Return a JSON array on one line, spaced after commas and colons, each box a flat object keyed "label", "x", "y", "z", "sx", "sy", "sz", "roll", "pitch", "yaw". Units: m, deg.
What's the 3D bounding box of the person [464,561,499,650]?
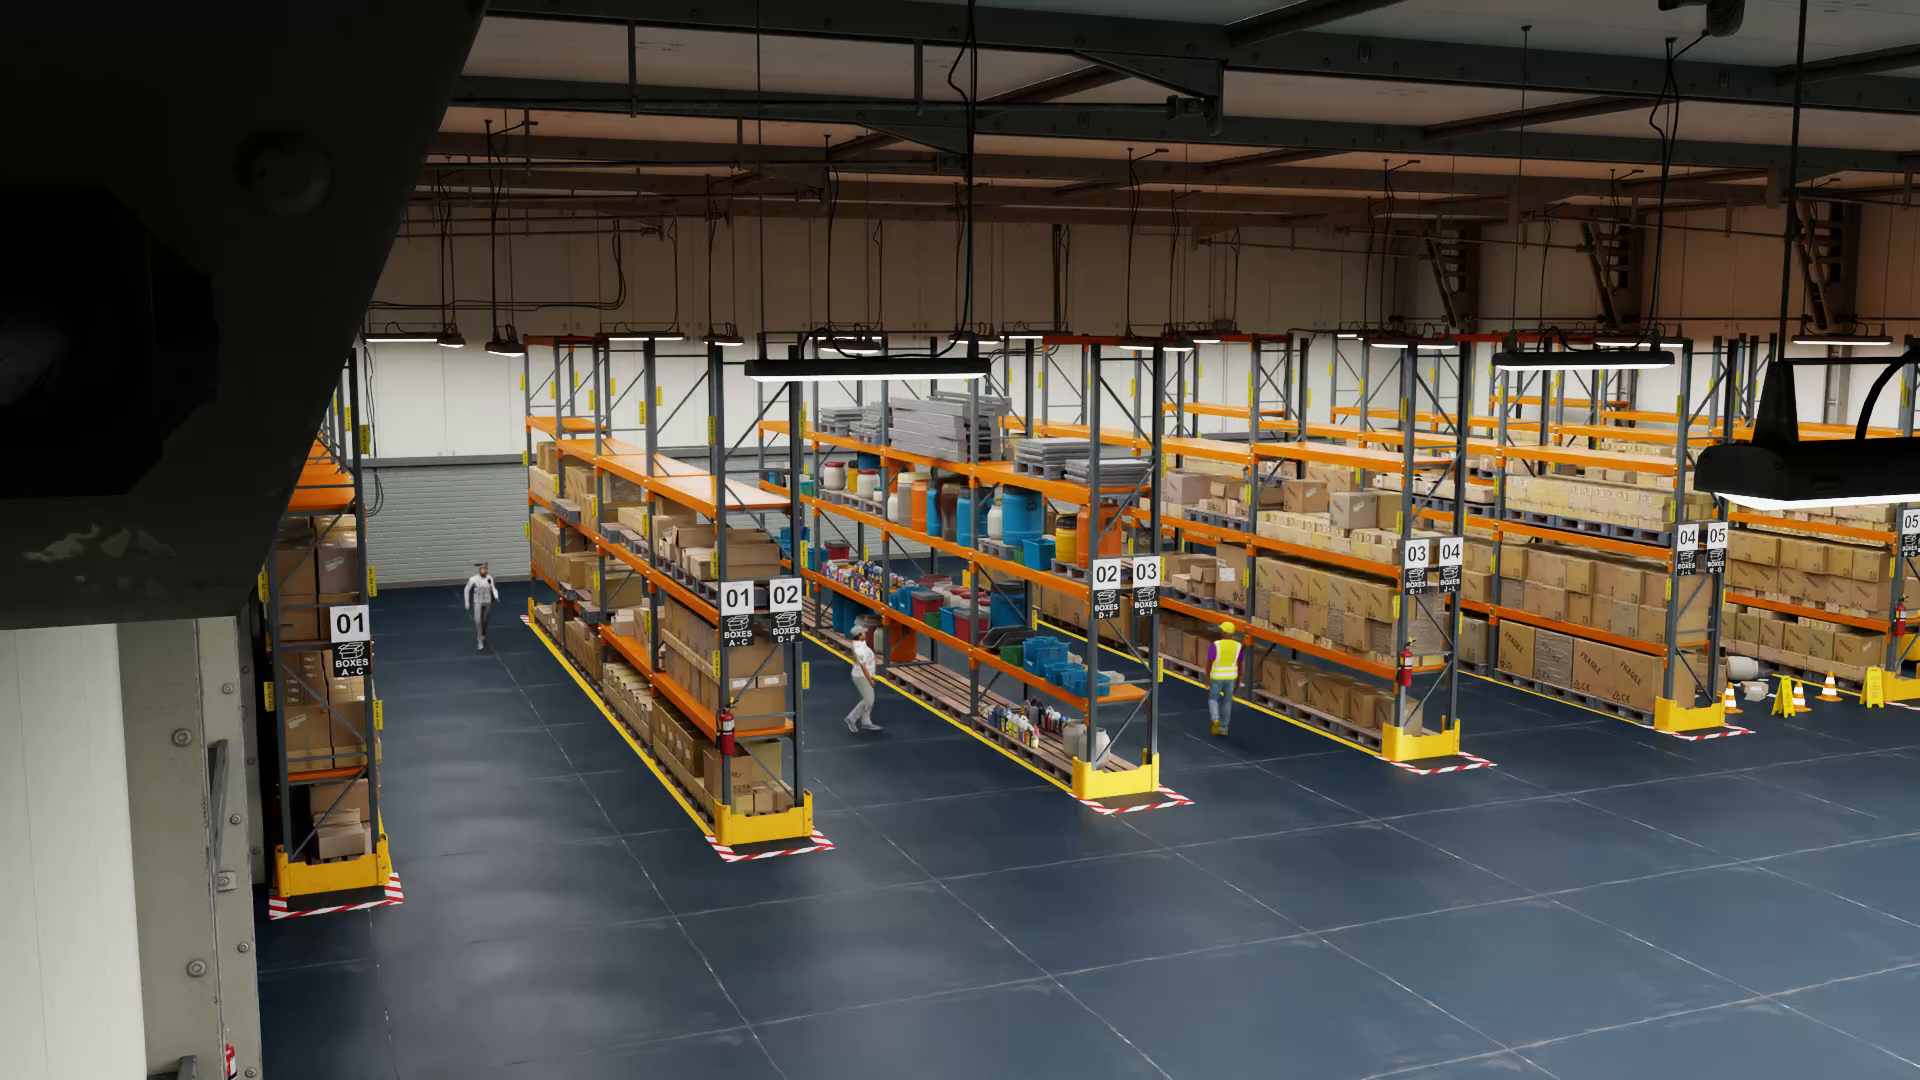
[{"label": "person", "x": -9.291, "y": 1.236, "z": 32.309, "sx": 0.623, "sy": 1.670, "sz": 0.948, "roll": -3, "pitch": 8, "yaw": -21}]

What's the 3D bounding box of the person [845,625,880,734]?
[{"label": "person", "x": -1.500, "y": 2.123, "z": 25.587, "sx": 0.530, "sy": 1.665, "sz": 0.553, "roll": 0, "pitch": 8, "yaw": 2}]

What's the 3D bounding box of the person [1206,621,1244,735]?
[{"label": "person", "x": 4.008, "y": 2.105, "z": 25.198, "sx": 0.564, "sy": 1.756, "sz": 0.603, "roll": 1, "pitch": 8, "yaw": 11}]
